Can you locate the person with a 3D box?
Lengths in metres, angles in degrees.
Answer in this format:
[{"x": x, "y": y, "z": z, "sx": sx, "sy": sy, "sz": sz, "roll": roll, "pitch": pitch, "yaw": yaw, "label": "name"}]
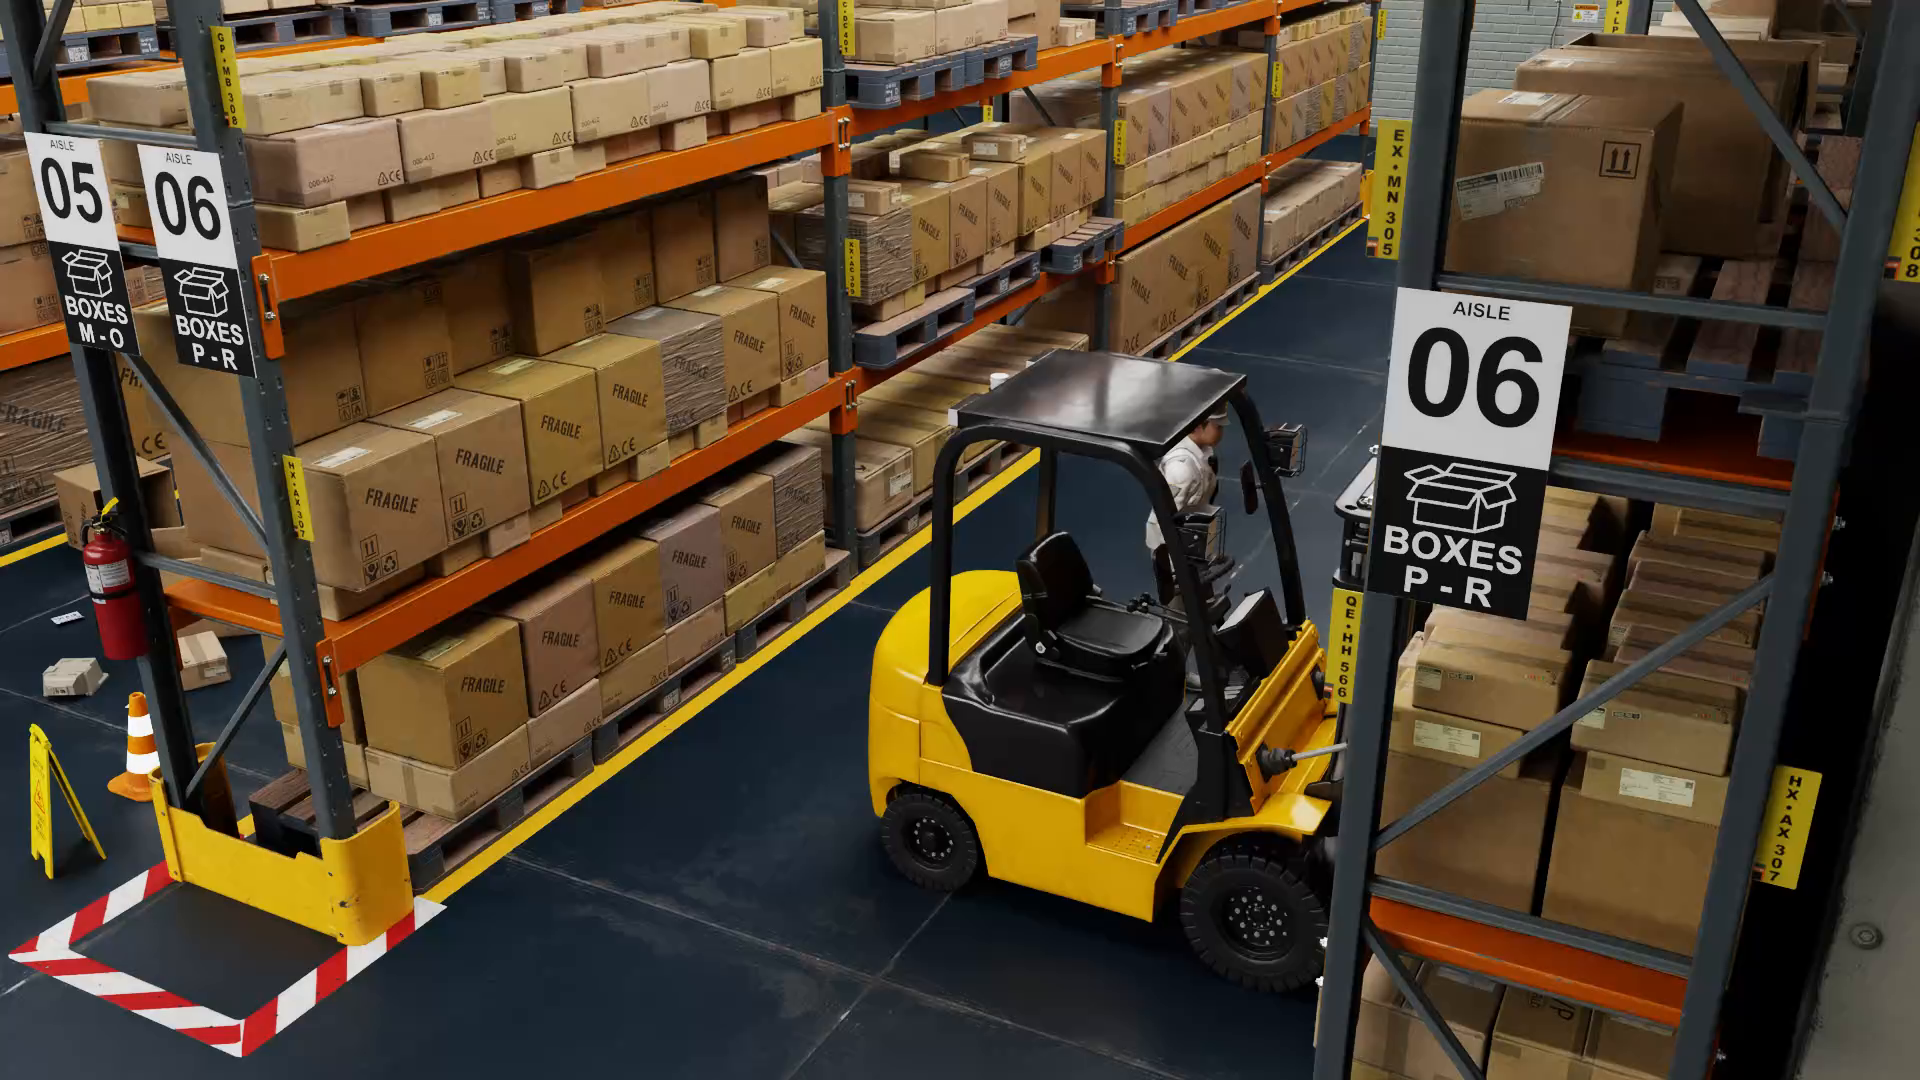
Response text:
[{"x": 1.146, "y": 0.050, "z": 8.470, "sx": 0.371, "sy": 1.663, "sz": 0.530, "roll": 11, "pitch": 25, "yaw": 25, "label": "person"}]
